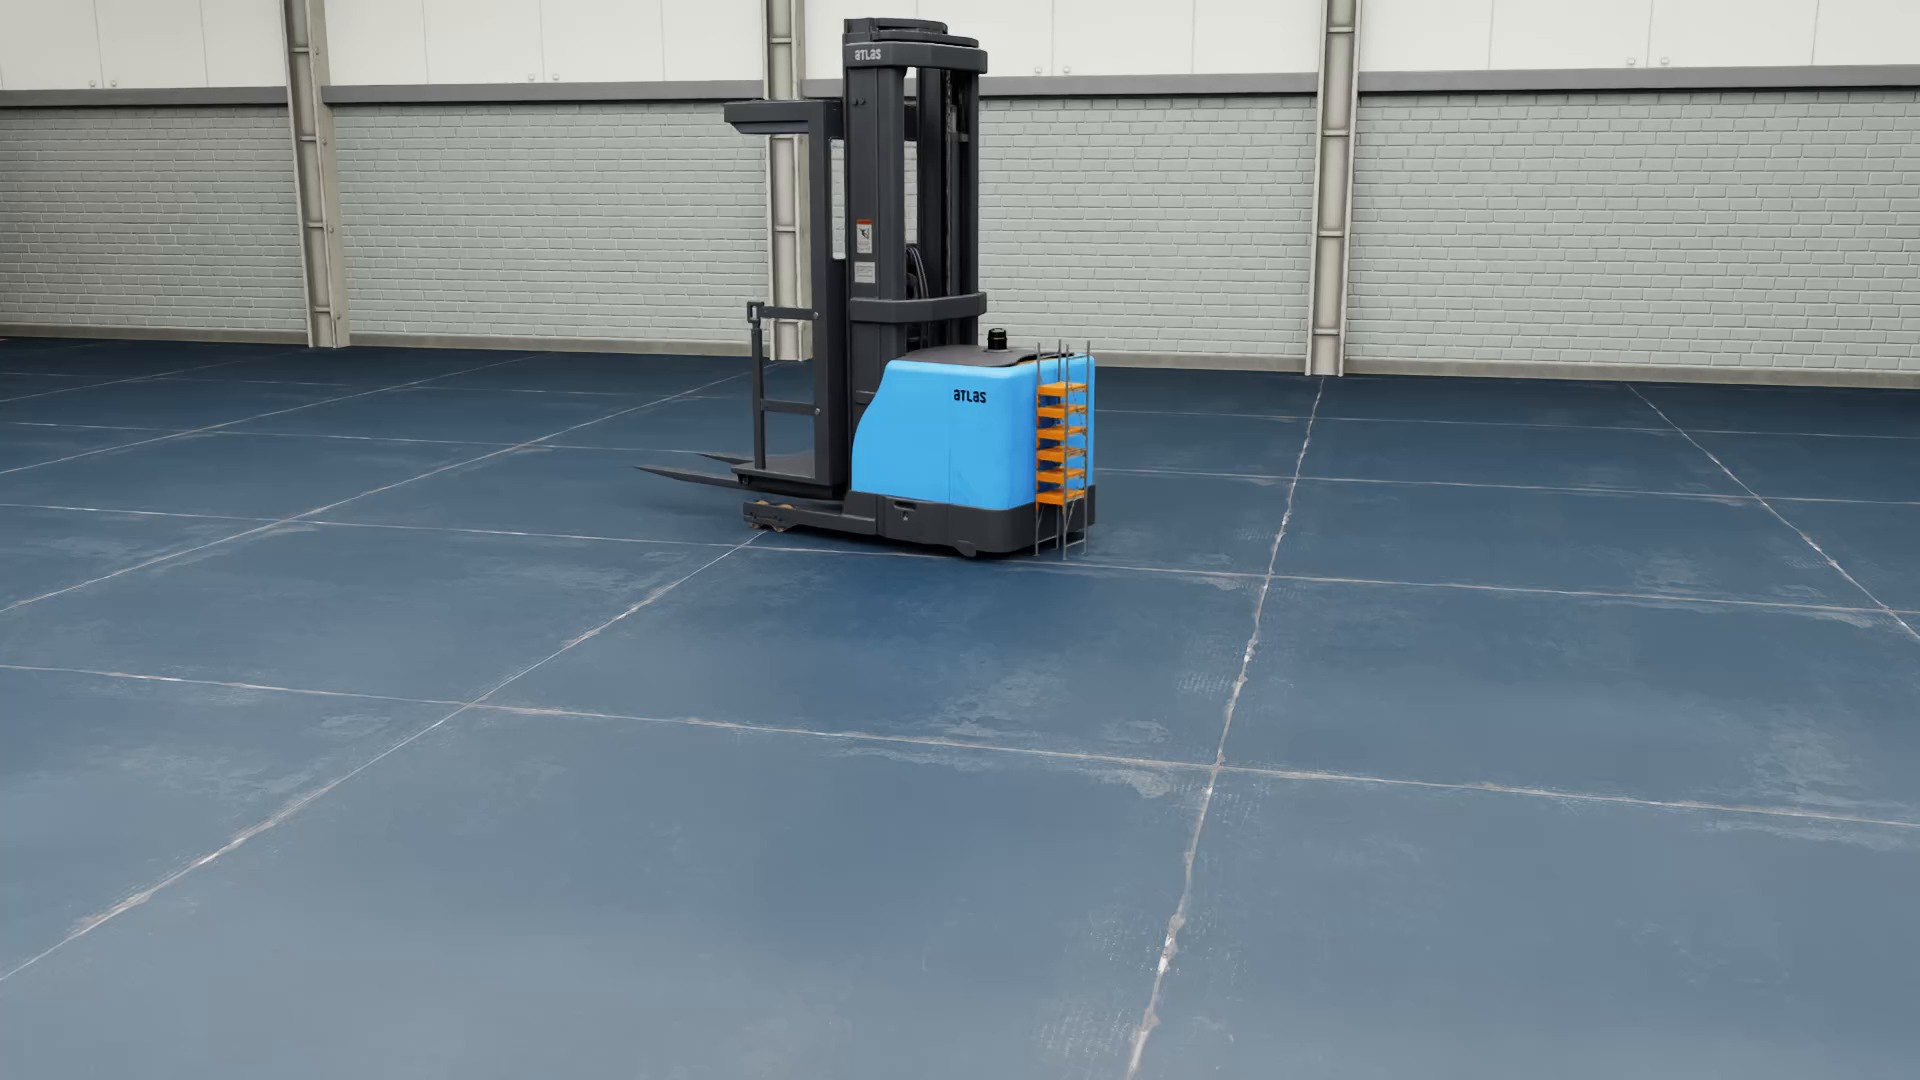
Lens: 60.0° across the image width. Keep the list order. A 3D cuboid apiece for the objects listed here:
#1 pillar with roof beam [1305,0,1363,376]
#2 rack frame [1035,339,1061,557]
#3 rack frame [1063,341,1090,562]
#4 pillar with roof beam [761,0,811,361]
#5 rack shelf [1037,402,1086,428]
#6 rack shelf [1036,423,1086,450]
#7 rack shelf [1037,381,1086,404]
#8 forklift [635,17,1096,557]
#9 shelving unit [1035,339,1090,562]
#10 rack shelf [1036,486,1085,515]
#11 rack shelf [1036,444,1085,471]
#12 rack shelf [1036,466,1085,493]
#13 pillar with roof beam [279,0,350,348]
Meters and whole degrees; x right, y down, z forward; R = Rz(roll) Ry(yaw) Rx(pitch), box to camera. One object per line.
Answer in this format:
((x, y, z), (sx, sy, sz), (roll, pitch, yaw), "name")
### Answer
((2.849, -5.256, 12.648), (0.400, 9.000, 9.100), (3, 13, 14), "pillar with roof beam")
((0.492, -0.510, 9.264), (0.006, 1.200, 0.240), (9, 15, 34), "rack frame")
((0.642, -0.488, 9.162), (0.006, 1.200, 0.240), (9, 15, 34), "rack frame")
((-2.976, -5.567, 14.051), (0.400, 9.000, 9.100), (3, 13, 14), "pillar with roof beam")
((0.567, -0.690, 9.171), (0.180, 0.103, 0.258), (9, 15, 34), "rack shelf")
((0.567, -0.573, 9.197), (0.180, 0.103, 0.258), (9, 15, 34), "rack shelf")
((0.567, -0.807, 9.145), (0.180, 0.103, 0.258), (9, 15, 34), "rack shelf")
((-0.700, -1.562, 10.007), (3.031, 2.935, 1.130), (9, 15, 34), "forklift")
((0.567, -0.499, 9.213), (0.189, 1.200, 0.258), (9, 15, 34), "shelving unit")
((0.567, -0.221, 9.275), (0.180, 0.103, 0.258), (9, 15, 34), "rack shelf")
((0.567, -0.456, 9.223), (0.180, 0.103, 0.258), (9, 15, 34), "rack shelf")
((0.567, -0.339, 9.249), (0.180, 0.103, 0.258), (9, 15, 34), "rack shelf")
((-8.801, -5.879, 15.454), (0.400, 9.000, 9.100), (3, 13, 14), "pillar with roof beam")
